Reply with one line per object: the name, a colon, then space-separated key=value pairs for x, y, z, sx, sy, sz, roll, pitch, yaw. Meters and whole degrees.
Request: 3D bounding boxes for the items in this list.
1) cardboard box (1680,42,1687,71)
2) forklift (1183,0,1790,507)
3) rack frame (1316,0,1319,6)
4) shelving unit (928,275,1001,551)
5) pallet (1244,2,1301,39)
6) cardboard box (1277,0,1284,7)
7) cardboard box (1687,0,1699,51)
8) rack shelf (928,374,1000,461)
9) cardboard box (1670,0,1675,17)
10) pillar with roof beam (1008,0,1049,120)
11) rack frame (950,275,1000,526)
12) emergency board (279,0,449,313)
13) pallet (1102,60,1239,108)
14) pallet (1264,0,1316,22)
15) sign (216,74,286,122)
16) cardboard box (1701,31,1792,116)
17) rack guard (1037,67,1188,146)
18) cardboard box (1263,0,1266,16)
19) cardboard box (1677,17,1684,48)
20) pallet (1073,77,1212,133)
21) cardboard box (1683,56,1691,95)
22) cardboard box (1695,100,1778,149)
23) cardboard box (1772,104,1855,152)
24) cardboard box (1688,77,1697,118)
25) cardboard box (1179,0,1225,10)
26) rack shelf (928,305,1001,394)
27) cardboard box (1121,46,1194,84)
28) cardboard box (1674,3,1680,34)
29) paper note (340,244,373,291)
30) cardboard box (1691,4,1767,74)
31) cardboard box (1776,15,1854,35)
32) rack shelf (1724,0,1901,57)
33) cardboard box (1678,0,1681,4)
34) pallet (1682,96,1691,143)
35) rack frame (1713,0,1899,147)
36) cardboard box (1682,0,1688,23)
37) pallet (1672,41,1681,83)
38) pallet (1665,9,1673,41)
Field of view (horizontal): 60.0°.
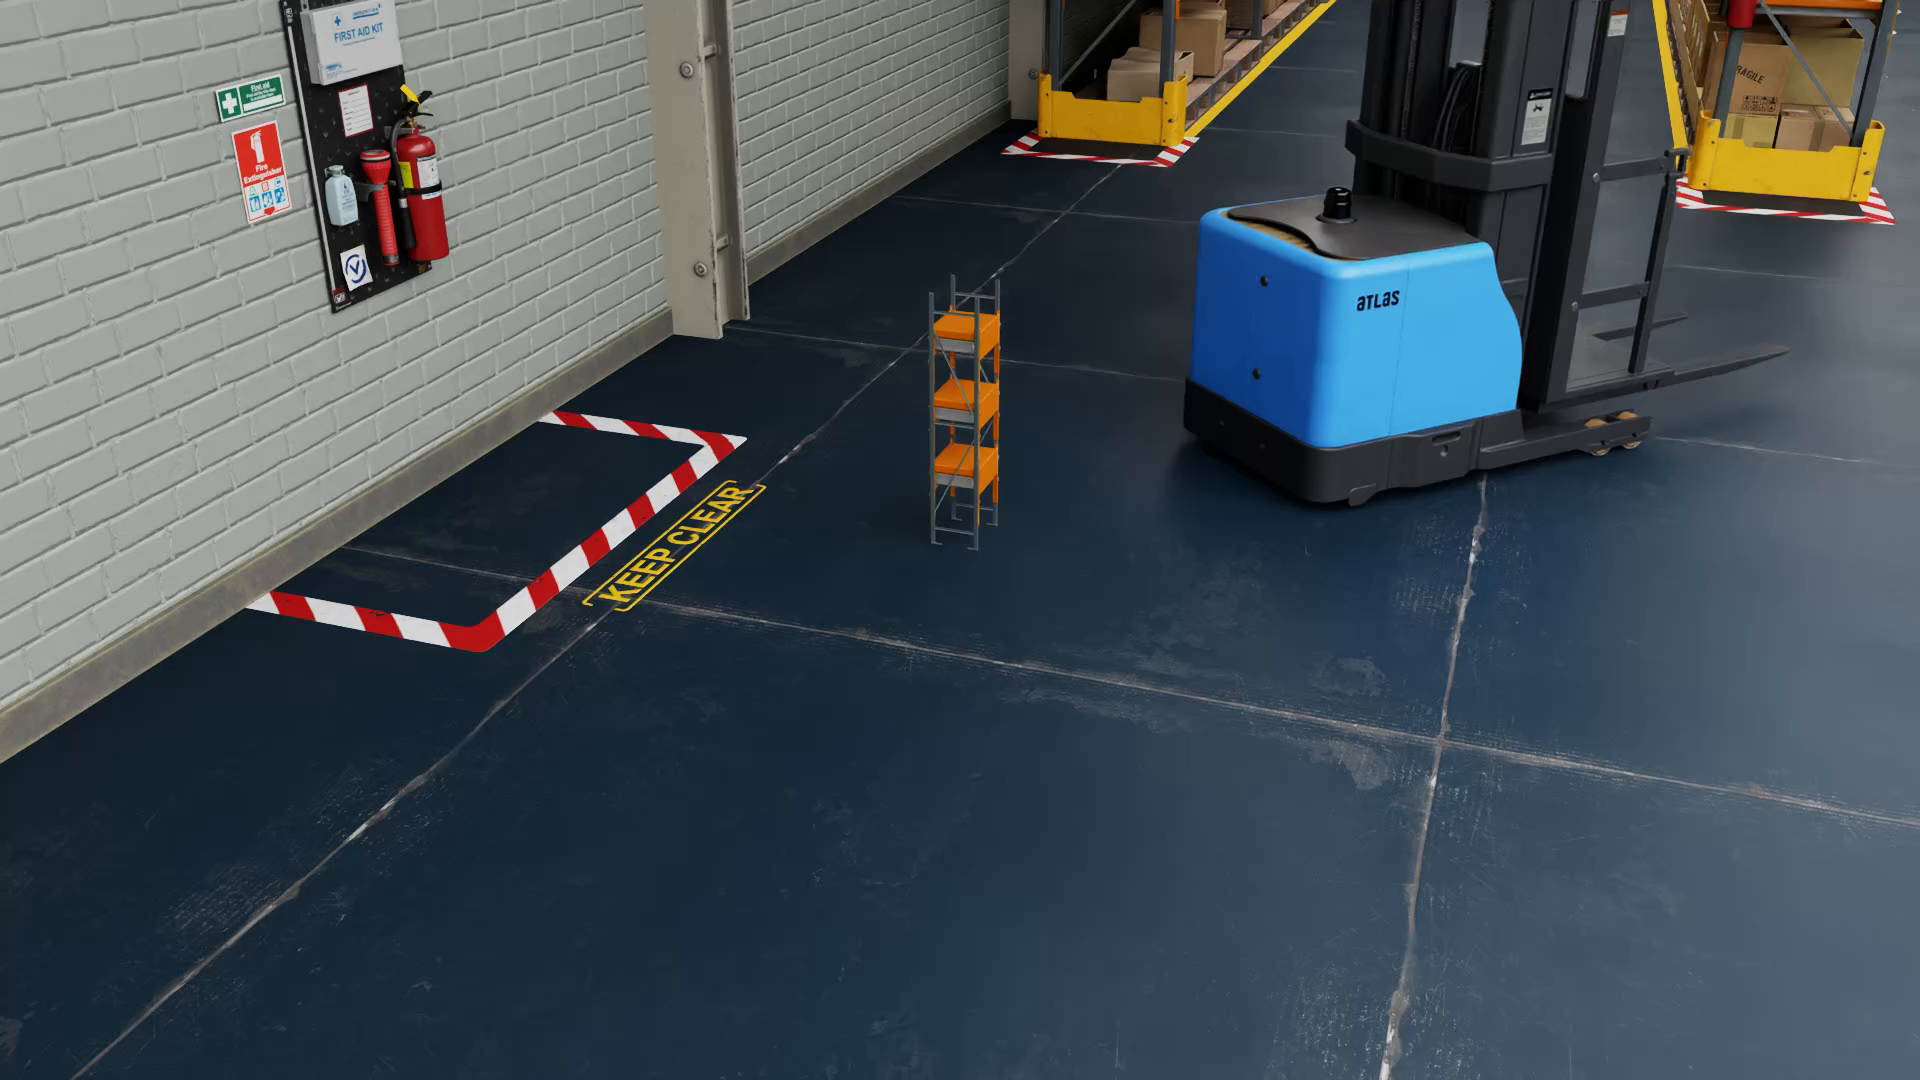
cardboard box: x=6.757 y=-4.323 z=14.910 sx=0.500 sy=0.250 sz=0.500 roll=9 pitch=27 yaw=17
forklift: x=2.582 y=-1.892 z=7.293 sx=3.031 sy=2.935 sz=1.130 roll=-12 pitch=28 yaw=-24
rack frame: x=3.856 y=-7.879 z=19.581 sx=1.000 sy=3.000 sz=0.127 roll=9 pitch=27 yaw=17
shelving unit: x=0.018 y=-0.495 z=6.567 sx=0.215 sy=1.050 sz=0.252 roll=9 pitch=27 yaw=17
pallet: x=3.187 y=-5.803 z=18.494 sx=1.003 sy=0.211 sz=1.213 roll=9 pitch=27 yaw=17
cardboard box: x=3.246 y=-6.245 z=18.570 sx=0.700 sy=0.500 sz=0.500 roll=9 pitch=27 yaw=17
cardboard box: x=6.589 y=-4.456 z=14.323 sx=0.500 sy=0.500 sz=0.500 roll=9 pitch=27 yaw=17
rack shelf: x=0.018 y=-0.485 z=6.571 sx=0.215 sy=0.259 sz=0.240 roll=9 pitch=27 yaw=17
cardboard box: x=7.911 y=-5.734 z=17.825 sx=0.500 sy=0.250 sz=0.500 roll=8 pitch=27 yaw=16
pillar with roof beam: x=4.671 y=-7.080 z=11.047 sx=9.100 sy=9.000 sz=0.400 roll=9 pitch=27 yaw=17
rack frame: x=0.058 y=-0.545 z=6.670 sx=0.200 sy=1.050 sz=0.008 roll=9 pitch=27 yaw=17
emergency board: x=-2.244 y=-1.529 z=6.466 sx=0.194 sy=1.169 sz=0.643 roll=9 pitch=27 yaw=17
pallet: x=1.930 y=-4.196 z=15.174 sx=1.003 sy=0.211 sz=1.213 roll=9 pitch=27 yaw=17
pallet: x=3.595 y=-6.303 z=19.526 sx=1.003 sy=0.211 sz=1.213 roll=9 pitch=27 yaw=17
sign: x=-2.515 y=-1.572 z=5.905 sx=0.001 sy=0.109 sz=0.331 roll=9 pitch=27 yaw=17
cardboard box: x=5.764 y=-3.427 z=12.199 sx=0.500 sy=0.500 sz=0.500 roll=9 pitch=27 yaw=17
rack guard: x=1.219 y=-3.498 z=13.400 sx=1.175 sy=0.500 sz=0.348 roll=9 pitch=27 yaw=17
cardboard box: x=2.879 y=-5.833 z=17.718 sx=0.700 sy=0.500 sz=0.500 roll=8 pitch=27 yaw=16
cardboard box: x=7.232 y=-4.890 z=16.081 sx=0.500 sy=0.250 sz=0.500 roll=8 pitch=27 yaw=17
pallet: x=1.523 y=-3.696 z=14.142 sx=1.003 sy=0.211 sz=1.213 roll=9 pitch=27 yaw=17
cardboard box: x=6.415 y=-3.914 z=14.065 sx=0.500 sy=0.250 sz=0.500 roll=9 pitch=27 yaw=17
cardboard box: x=5.766 y=-3.089 z=12.362 sx=0.500 sy=0.250 sz=0.500 roll=9 pitch=27 yaw=17
cardboard box: x=6.255 y=-3.014 z=12.207 sx=0.500 sy=0.250 sz=0.500 roll=9 pitch=27 yaw=17
cardboard box: x=6.086 y=-3.502 z=13.215 sx=0.500 sy=0.250 sz=0.500 roll=9 pitch=27 yaw=17
cardboard box: x=2.217 y=-4.876 z=15.742 sx=0.500 sy=0.500 sz=0.500 roll=7 pitch=27 yaw=14
rack shelf: x=0.018 y=-0.740 z=6.448 sx=0.215 sy=0.259 sz=0.240 roll=9 pitch=27 yaw=17
cardboard box: x=1.699 y=-4.085 z=14.325 sx=0.500 sy=0.311 sz=0.500 roll=11 pitch=28 yaw=22
cardboard box: x=7.573 y=-5.309 z=16.946 sx=0.500 sy=0.250 sz=0.500 roll=9 pitch=27 yaw=18
paper note: x=-2.368 y=-1.070 z=6.528 sx=0.016 sy=0.148 sz=0.142 roll=9 pitch=27 yaw=17
cardboard box: x=6.251 y=-4.045 z=13.476 sx=0.500 sy=0.500 sz=0.500 roll=9 pitch=27 yaw=17
cardboard box: x=6.574 y=-3.765 z=12.896 sx=0.500 sy=0.500 sz=0.500 roll=9 pitch=27 yaw=17
rack shelf: x=6.532 y=-4.373 z=13.165 sx=1.077 sy=0.370 sz=4.000 roll=9 pitch=27 yaw=17
cardboard box: x=7.568 y=-5.556 z=16.812 sx=0.500 sy=0.311 sz=0.500 roll=8 pitch=27 yaw=17
pallet: x=6.489 y=-3.440 z=13.612 sx=1.003 sy=0.211 sz=1.213 roll=9 pitch=27 yaw=17
rack frame: x=5.866 y=-3.875 z=11.310 sx=1.000 sy=3.000 sz=0.127 roll=9 pitch=27 yaw=17
cardboard box: x=7.229 y=-5.145 z=15.964 sx=0.500 sy=0.311 sz=0.500 roll=10 pitch=27 yaw=19
pallet: x=7.406 y=-4.572 z=15.950 sx=1.003 sy=0.211 sz=1.213 roll=9 pitch=27 yaw=17
pallet: x=8.218 y=-5.574 z=18.021 sx=1.003 sy=0.211 sz=1.213 roll=9 pitch=27 yaw=17
